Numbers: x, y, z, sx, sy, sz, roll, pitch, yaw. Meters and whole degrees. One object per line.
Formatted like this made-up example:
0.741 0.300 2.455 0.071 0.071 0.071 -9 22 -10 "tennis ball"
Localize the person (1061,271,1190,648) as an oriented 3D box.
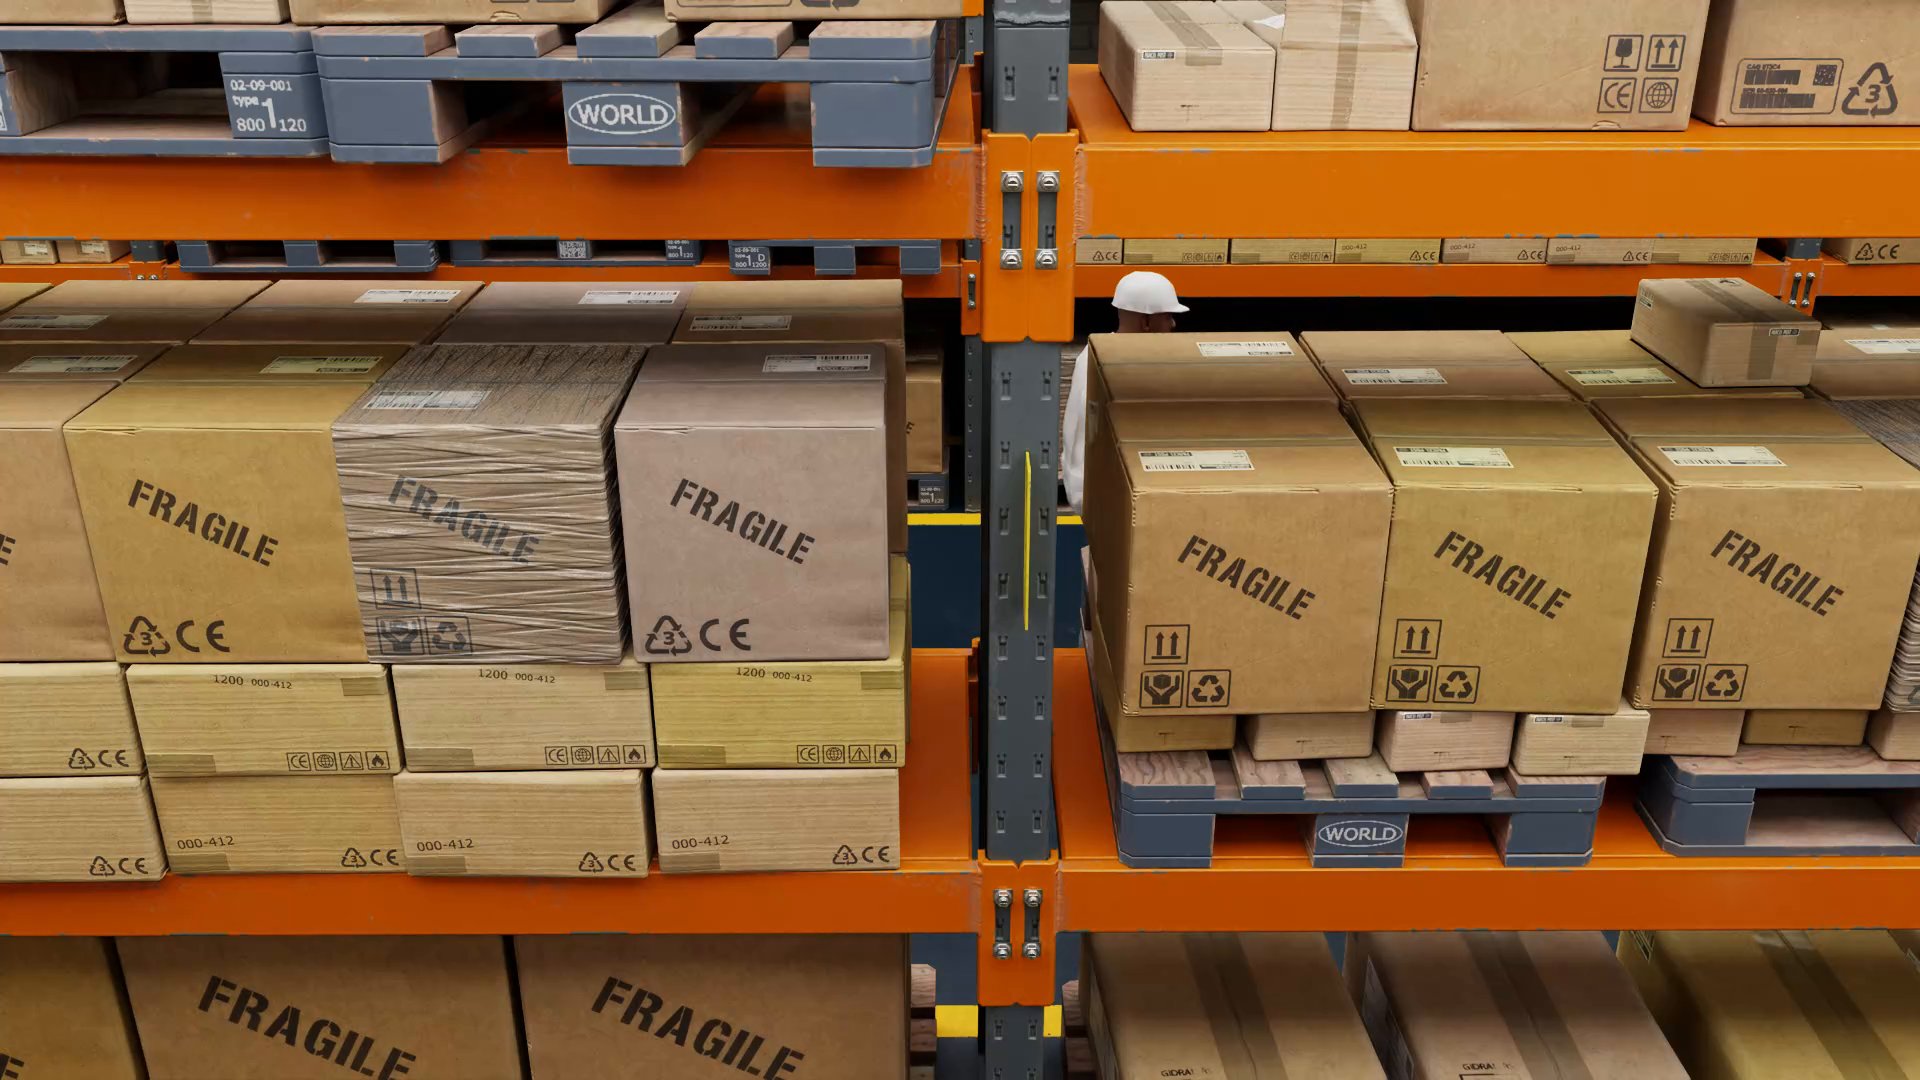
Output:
0.628 -0.174 6.475 0.459 1.756 0.634 -2 24 -4 "person"
